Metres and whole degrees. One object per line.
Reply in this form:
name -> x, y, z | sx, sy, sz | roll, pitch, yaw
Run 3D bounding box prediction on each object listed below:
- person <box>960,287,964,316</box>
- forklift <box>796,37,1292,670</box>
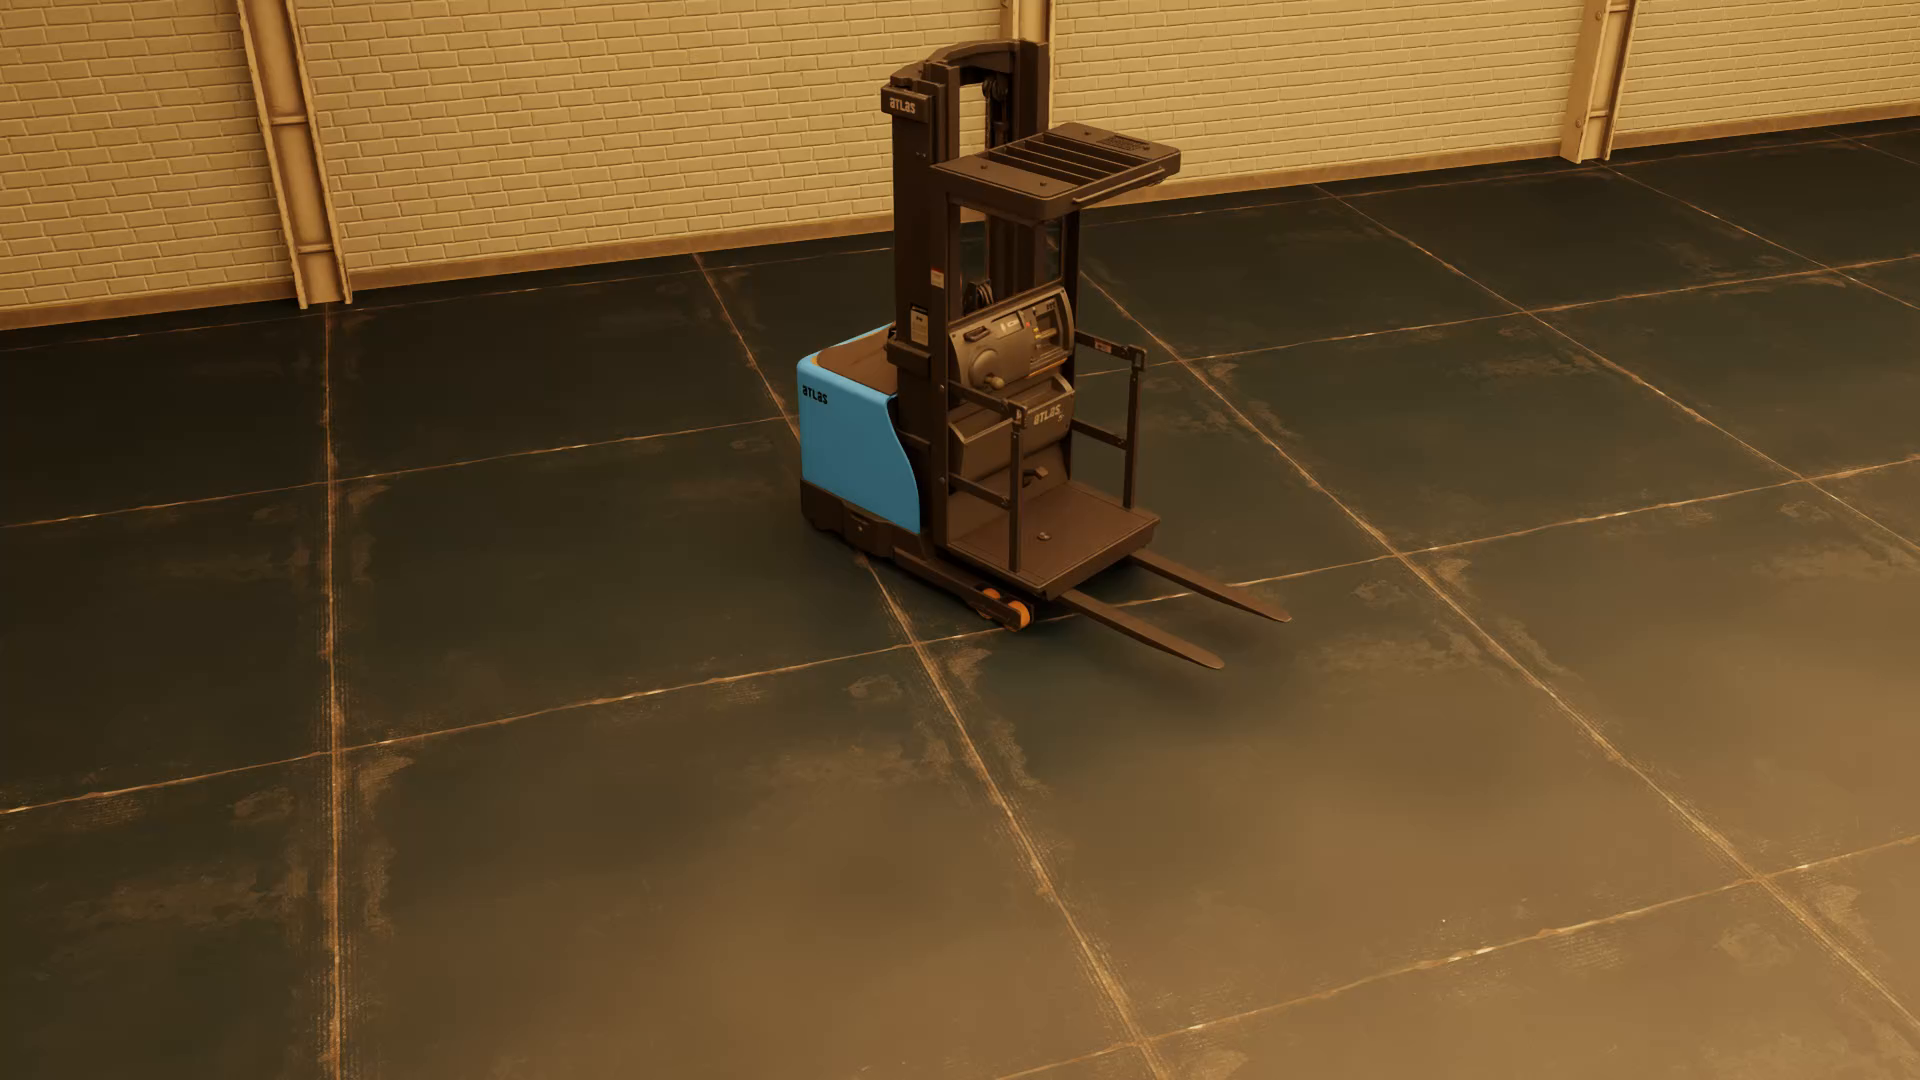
person -> 0.073, -0.794, 9.573 | 0.536, 1.629, 0.592 | -10, 31, -16
forklift -> 0.443, -1.061, 8.931 | 3.031, 2.935, 1.130 | 25, 38, 37
